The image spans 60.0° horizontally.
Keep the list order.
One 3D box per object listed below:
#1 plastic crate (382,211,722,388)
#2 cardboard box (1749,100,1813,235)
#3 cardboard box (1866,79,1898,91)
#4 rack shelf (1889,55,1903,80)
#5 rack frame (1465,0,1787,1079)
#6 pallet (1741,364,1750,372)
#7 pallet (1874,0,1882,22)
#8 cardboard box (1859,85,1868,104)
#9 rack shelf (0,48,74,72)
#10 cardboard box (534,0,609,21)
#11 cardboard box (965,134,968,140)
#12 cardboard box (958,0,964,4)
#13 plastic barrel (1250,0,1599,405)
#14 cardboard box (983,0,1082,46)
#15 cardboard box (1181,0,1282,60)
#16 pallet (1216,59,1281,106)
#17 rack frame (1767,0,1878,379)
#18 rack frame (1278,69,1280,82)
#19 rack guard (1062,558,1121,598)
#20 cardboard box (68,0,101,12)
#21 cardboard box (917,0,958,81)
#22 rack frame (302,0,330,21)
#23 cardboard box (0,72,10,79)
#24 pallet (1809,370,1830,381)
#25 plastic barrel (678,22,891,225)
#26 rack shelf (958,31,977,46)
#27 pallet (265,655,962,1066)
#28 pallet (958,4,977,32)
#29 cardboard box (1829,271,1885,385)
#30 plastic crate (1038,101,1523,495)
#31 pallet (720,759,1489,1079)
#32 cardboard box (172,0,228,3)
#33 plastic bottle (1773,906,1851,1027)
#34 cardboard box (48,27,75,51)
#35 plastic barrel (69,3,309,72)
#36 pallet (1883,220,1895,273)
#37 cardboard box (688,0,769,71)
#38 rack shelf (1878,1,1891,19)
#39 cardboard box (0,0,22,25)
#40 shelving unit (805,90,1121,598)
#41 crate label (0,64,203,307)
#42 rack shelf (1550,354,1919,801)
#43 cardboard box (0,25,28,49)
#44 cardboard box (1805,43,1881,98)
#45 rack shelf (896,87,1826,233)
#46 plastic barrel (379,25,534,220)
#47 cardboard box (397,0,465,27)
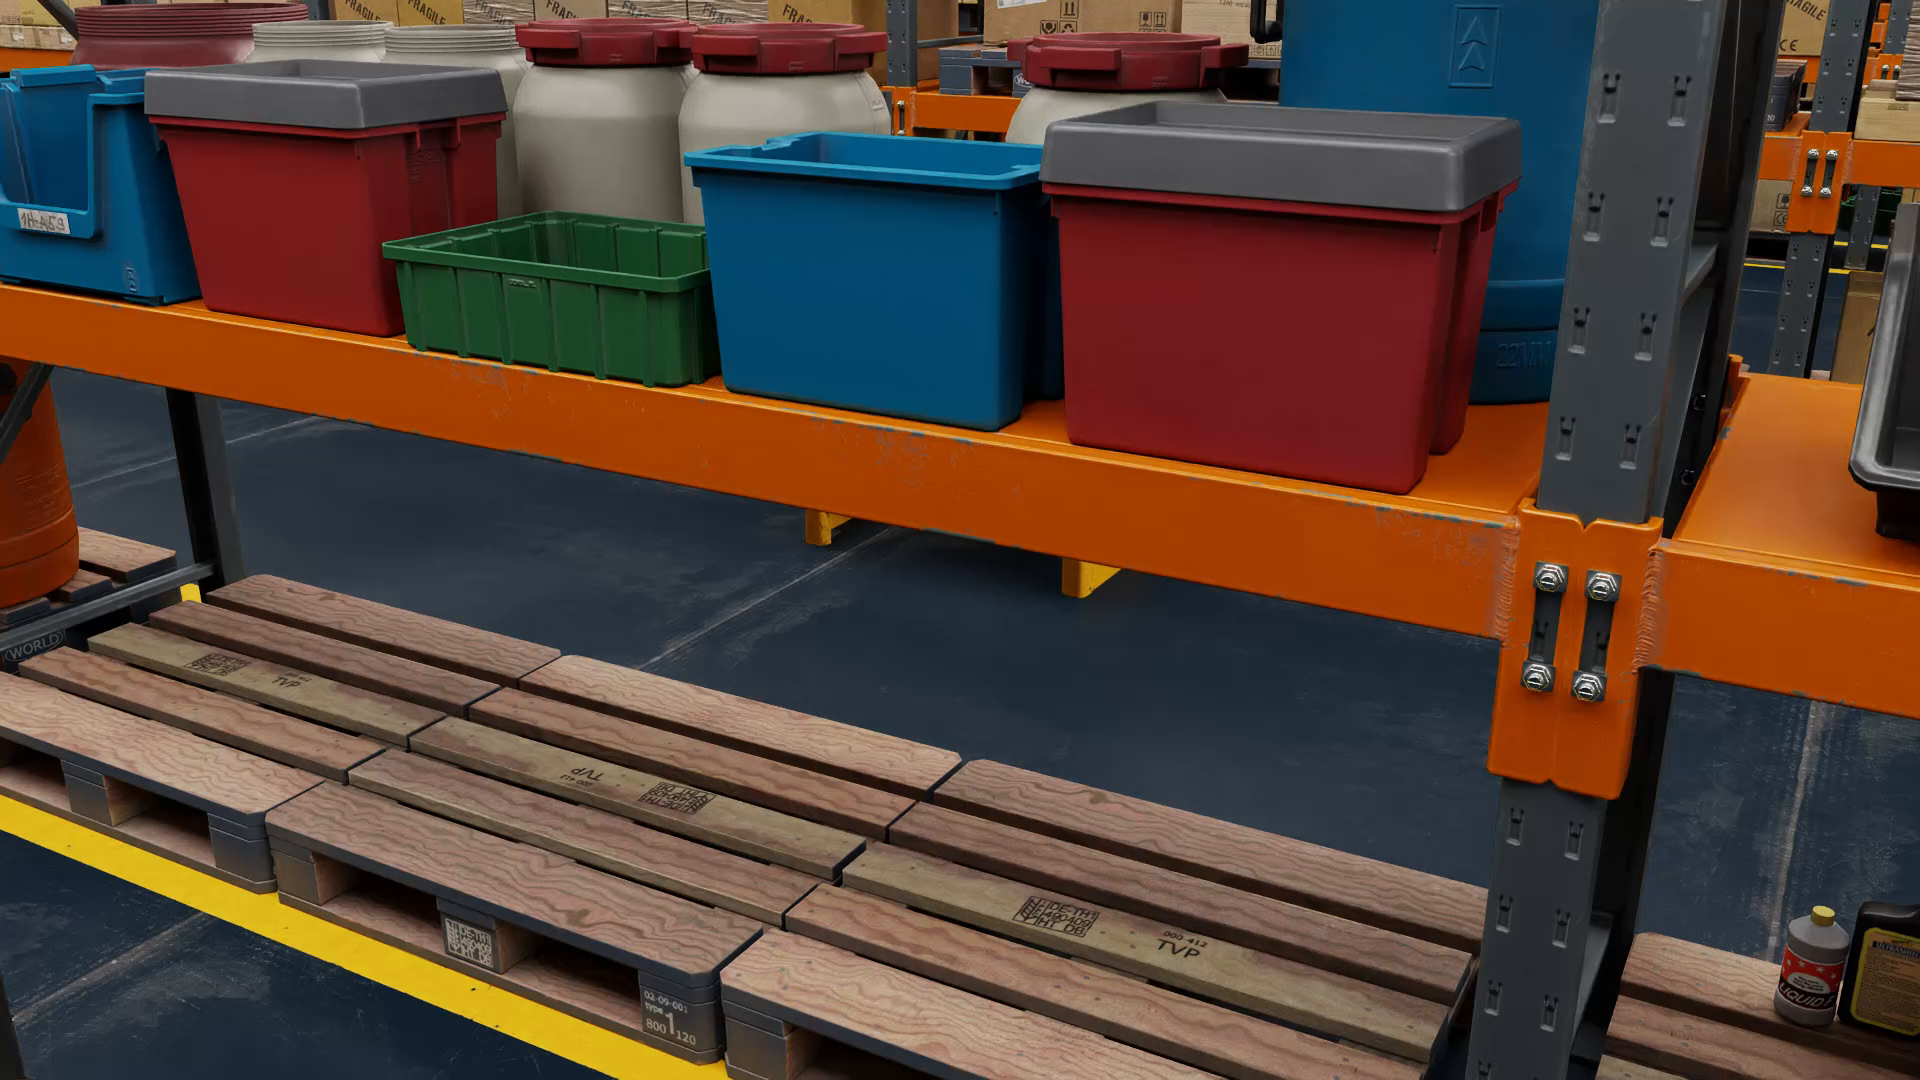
[{"bbox_3d":[-0.638,-0.448,3.011,0.662,0.188,0.450,11,23,27],"label":"plastic crate"},{"bbox_3d":[5.357,-2.492,11.020,0.750,0.750,1.050,11,23,27],"label":"cardboard box"},{"bbox_3d":[3.767,-1.750,6.659,0.250,0.149,0.380,11,23,27],"label":"cardboard box"},{"bbox_3d":[7.689,-2.605,9.703,4.000,0.370,1.077,11,23,27],"label":"rack shelf"},{"bbox_3d":[1.020,-0.342,2.408,0.127,3.000,1.000,11,23,27],"label":"rack frame"},{"bbox_3d":[2.755,-0.634,7.304,1.213,0.211,1.003,11,23,27],"label":"pallet"},{"bbox_3d":[7.672,-4.847,15.109,1.213,0.211,1.003,11,23,27],"label":"pallet"},{"bbox_3d":[7.427,-3.412,13.429,0.500,0.500,0.500,11,23,27],"label":"cardboard box"},{"bbox_3d":[-5.295,-3.141,11.180,4.000,0.370,1.077,11,23,27],"label":"rack shelf"},{"bbox_3d":[-1.939,-2.792,9.016,0.500,0.500,0.500,11,23,28],"label":"cardboard box"},{"bbox_3d":[-0.063,-3.339,13.722,0.500,0.500,0.500,12,23,30],"label":"cardboard box"},{"bbox_3d":[-0.020,-4.312,13.106,0.250,0.149,0.380,10,22,25],"label":"cardboard box"},{"bbox_3d":[0.830,-0.732,2.749,0.708,0.901,0.600,11,23,27],"label":"plastic barrel"},{"bbox_3d":[0.434,-2.648,8.004,0.500,0.500,0.500,8,21,21],"label":"cardboard box"},{"bbox_3d":[1.294,-2.261,7.304,0.500,0.250,0.500,10,22,26],"label":"cardboard box"},{"bbox_3d":[1.692,-2.074,7.466,1.213,0.211,1.003,11,23,27],"label":"pallet"},{"bbox_3d":[3.435,-1.816,6.473,0.127,3.000,1.000,11,23,27],"label":"rack frame"},{"bbox_3d":[2.451,-3.941,12.331,0.127,3.000,1.000,11,23,27],"label":"rack frame"},{"bbox_3d":[0.501,-0.022,5.559,0.087,0.250,0.587,11,23,27],"label":"rack guard"},{"bbox_3d":[-5.401,-3.467,10.807,0.500,0.250,0.500,10,22,26],"label":"cardboard box"},{"bbox_3d":[-0.348,-2.690,8.736,0.500,0.500,0.500,12,23,29],"label":"cardboard box"},{"bbox_3d":[-3.549,-3.147,10.141,0.127,3.000,1.000,11,23,27],"label":"rack frame"},{"bbox_3d":[-6.443,-2.928,12.038,0.875,0.875,0.875,11,23,27],"label":"cardboard box"},{"bbox_3d":[4.039,-0.404,6.670,1.213,0.211,1.003,11,23,27],"label":"pallet"},{"bbox_3d":[-0.349,-0.752,3.340,0.433,0.535,0.433,0,20,0],"label":"plastic barrel"},{"bbox_3d":[0.704,-3.936,13.371,4.000,0.370,1.077,11,23,27],"label":"rack shelf"},{"bbox_3d":[-0.754,0.648,3.770,1.213,0.211,1.003,11,23,27],"label":"pallet"},{"bbox_3d":[0.702,-4.168,13.238,1.213,0.211,1.003,11,23,27],"label":"pallet"},{"bbox_3d":[3.765,-0.760,6.612,0.500,0.500,0.500,10,22,26],"label":"cardboard box"},{"bbox_3d":[0.448,-0.361,2.368,0.583,0.464,0.402,11,23,27],"label":"plastic crate"},{"bbox_3d":[0.315,0.850,3.212,1.213,0.211,1.003,11,23,27],"label":"pallet"},{"bbox_3d":[-4.515,-3.297,10.338,0.500,0.250,0.500,12,23,29],"label":"cardboard box"},{"bbox_3d":[1.489,0.735,2.900,0.097,0.201,0.097,0,20,0],"label":"plastic bottle"},{"bbox_3d":[-5.768,-3.323,10.996,0.250,0.149,0.380,11,22,27],"label":"cardboard box"},{"bbox_3d":[-1.919,-1.084,4.255,0.708,0.536,0.600,11,23,27],"label":"plastic barrel"},{"bbox_3d":[6.568,-1.815,10.560,1.213,0.211,1.003,11,23,27],"label":"pallet"},{"bbox_3d":[-1.041,-2.621,8.546,0.500,0.500,0.500,11,22,27],"label":"cardboard box"},{"bbox_3d":[8.940,-6.239,19.721,4.000,0.370,1.077,11,23,27],"label":"rack shelf"},{"bbox_3d":[-6.296,-3.636,11.275,0.500,0.250,0.500,10,22,27],"label":"cardboard box"},{"bbox_3d":[0.067,-0.692,5.574,1.083,1.500,0.587,11,23,27],"label":"shelving unit"},{"bbox_3d":[-1.737,-0.778,3.559,0.616,0.435,0.502,11,23,27],"label":"crate label"},{"bbox_3d":[2.766,0.329,1.614,4.000,0.370,1.077,11,23,27],"label":"rack shelf"},{"bbox_3d":[-6.215,-3.409,11.232,0.250,0.149,0.380,10,22,26],"label":"cardboard box"},{"bbox_3d":[10.225,-5.409,19.245,0.625,0.625,0.875,12,23,30],"label":"cardboard box"},{"bbox_3d":[1.689,-1.811,7.513,4.000,0.370,1.077,11,23,27],"label":"rack shelf"},{"bbox_3d":[-1.102,-0.882,3.734,0.421,0.512,0.421,0,20,0],"label":"plastic barrel"},{"bbox_3d":[-2.830,-2.959,9.478,0.500,0.500,0.500,11,23,27],"label":"cardboard box"}]
